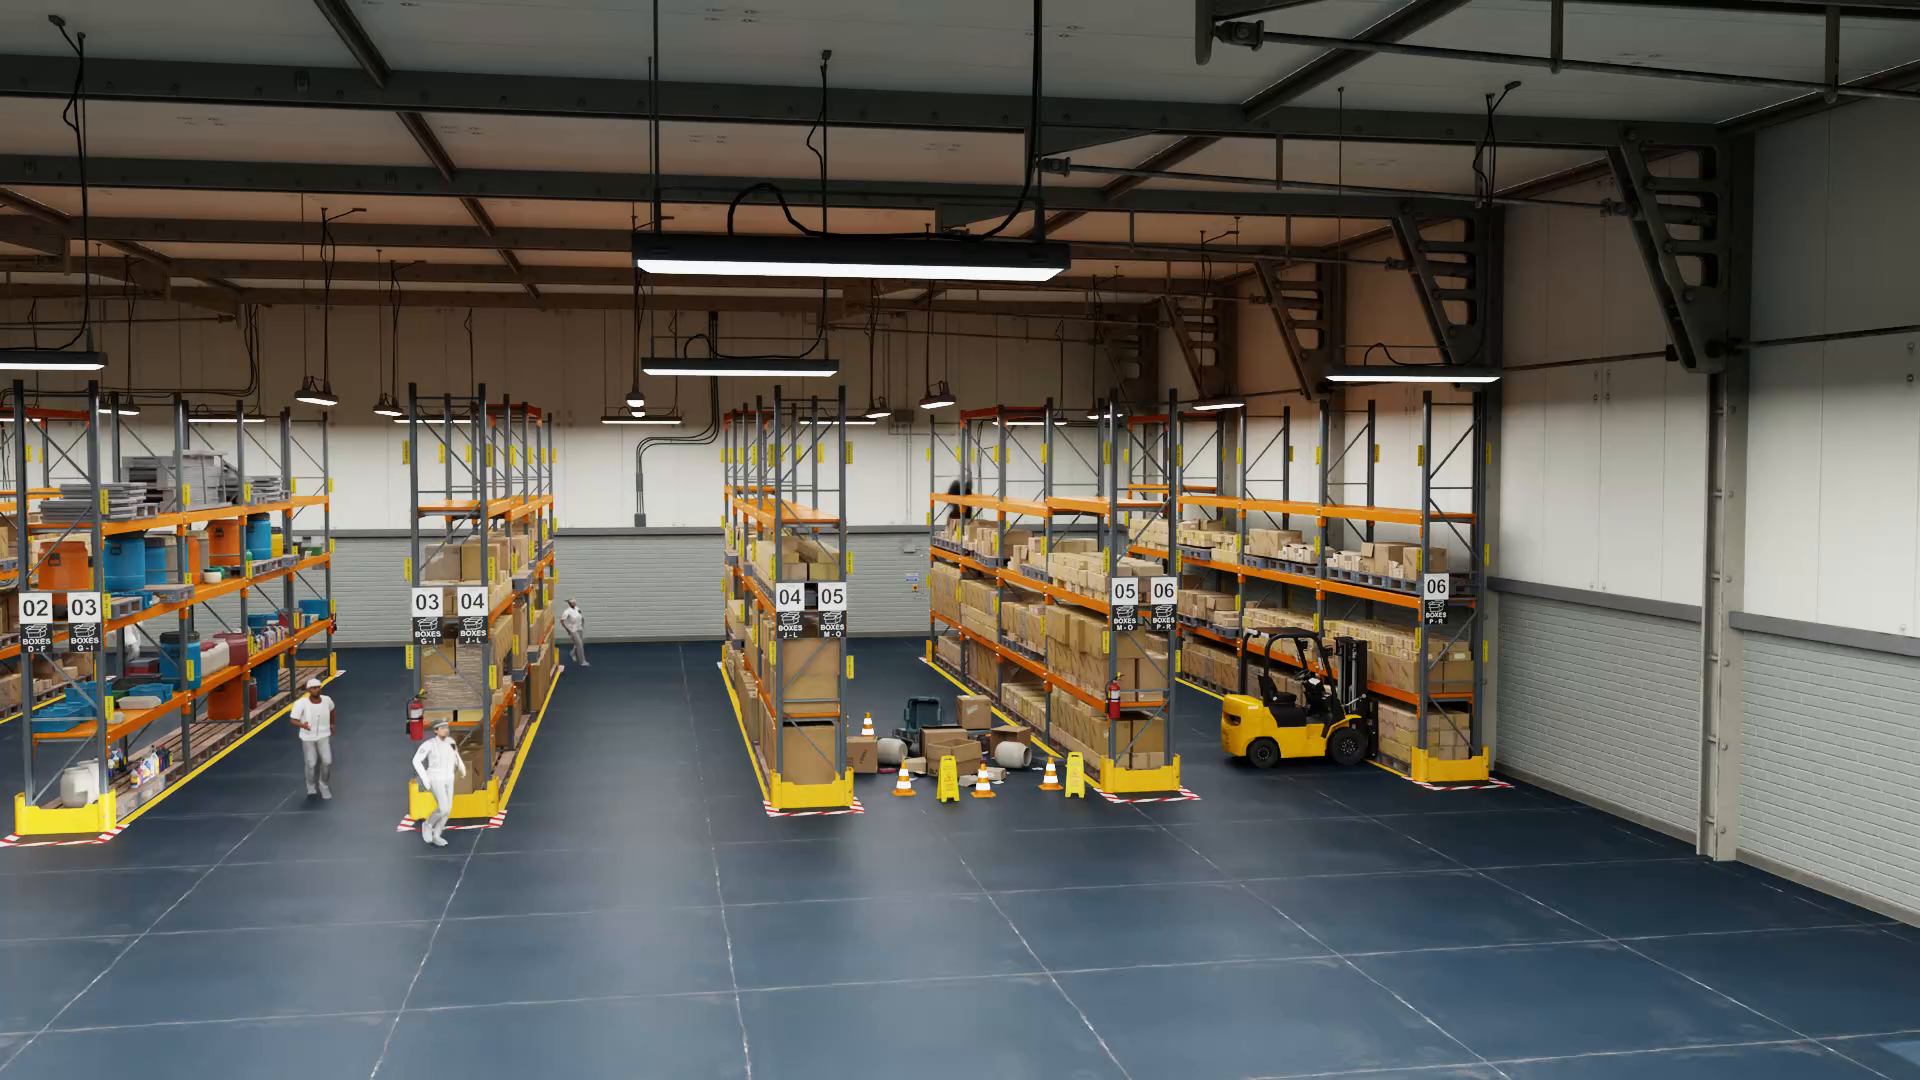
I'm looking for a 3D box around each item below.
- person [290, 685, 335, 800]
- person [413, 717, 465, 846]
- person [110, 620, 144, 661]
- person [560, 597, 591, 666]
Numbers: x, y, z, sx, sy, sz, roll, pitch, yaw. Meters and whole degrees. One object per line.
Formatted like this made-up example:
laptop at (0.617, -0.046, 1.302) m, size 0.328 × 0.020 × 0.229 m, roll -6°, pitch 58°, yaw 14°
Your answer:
person at (-9.379, 2.923, 24.188) m, size 0.681 × 1.751 × 0.734 m, roll -2°, pitch 3°, yaw -32°
person at (-6.651, 3.093, 21.289) m, size 0.533 × 1.666 × 0.537 m, roll 2°, pitch 3°, yaw 34°
person at (-18.911, 2.260, 37.782) m, size 0.791 × 1.759 × 0.767 m, roll 1°, pitch 3°, yaw 24°
person at (-9.218, 2.168, 39.612) m, size 0.756 × 1.662 × 0.650 m, roll 2°, pitch 4°, yaw 36°
